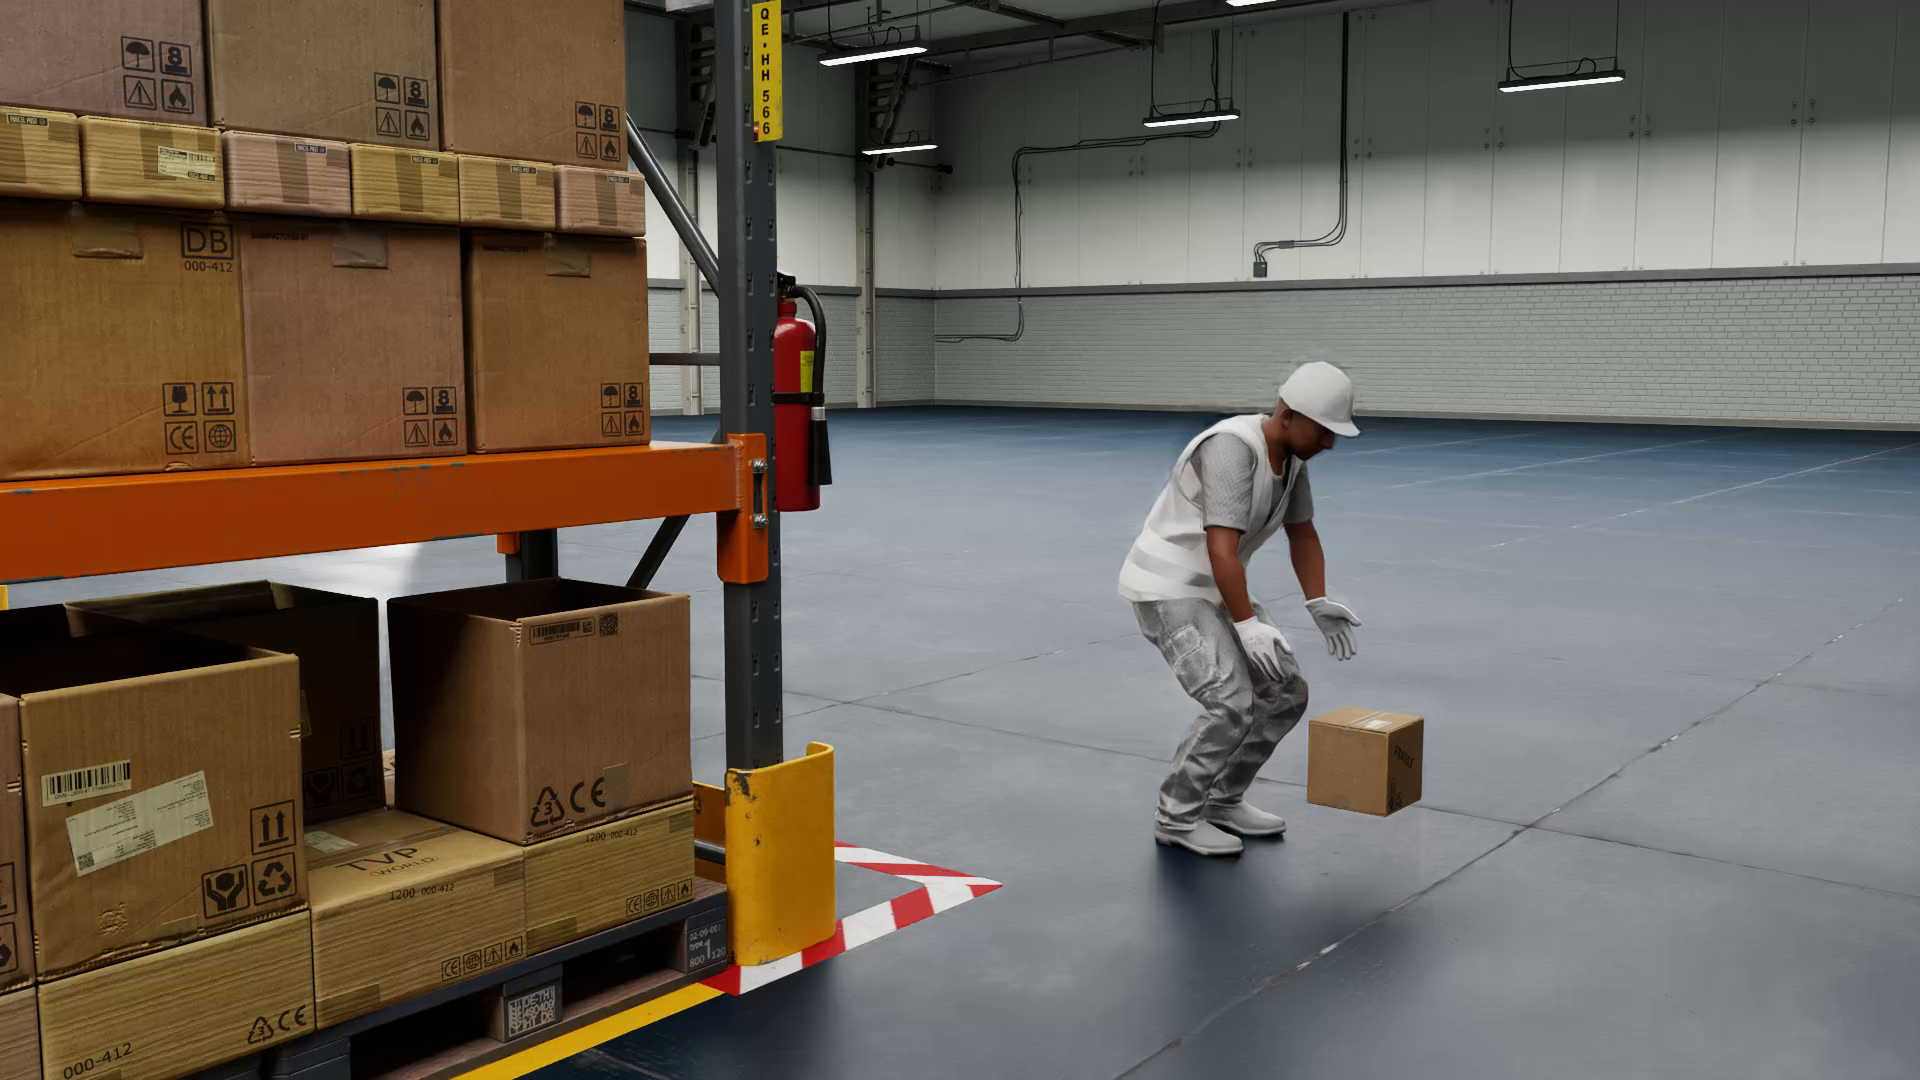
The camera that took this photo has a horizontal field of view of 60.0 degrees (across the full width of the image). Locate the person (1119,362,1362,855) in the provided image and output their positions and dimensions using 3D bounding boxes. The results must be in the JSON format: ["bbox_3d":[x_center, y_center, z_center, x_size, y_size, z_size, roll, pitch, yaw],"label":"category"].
[{"bbox_3d":[0.877,0.198,5.171,0.717,1.498,0.610,5,8,39],"label":"person"}]
